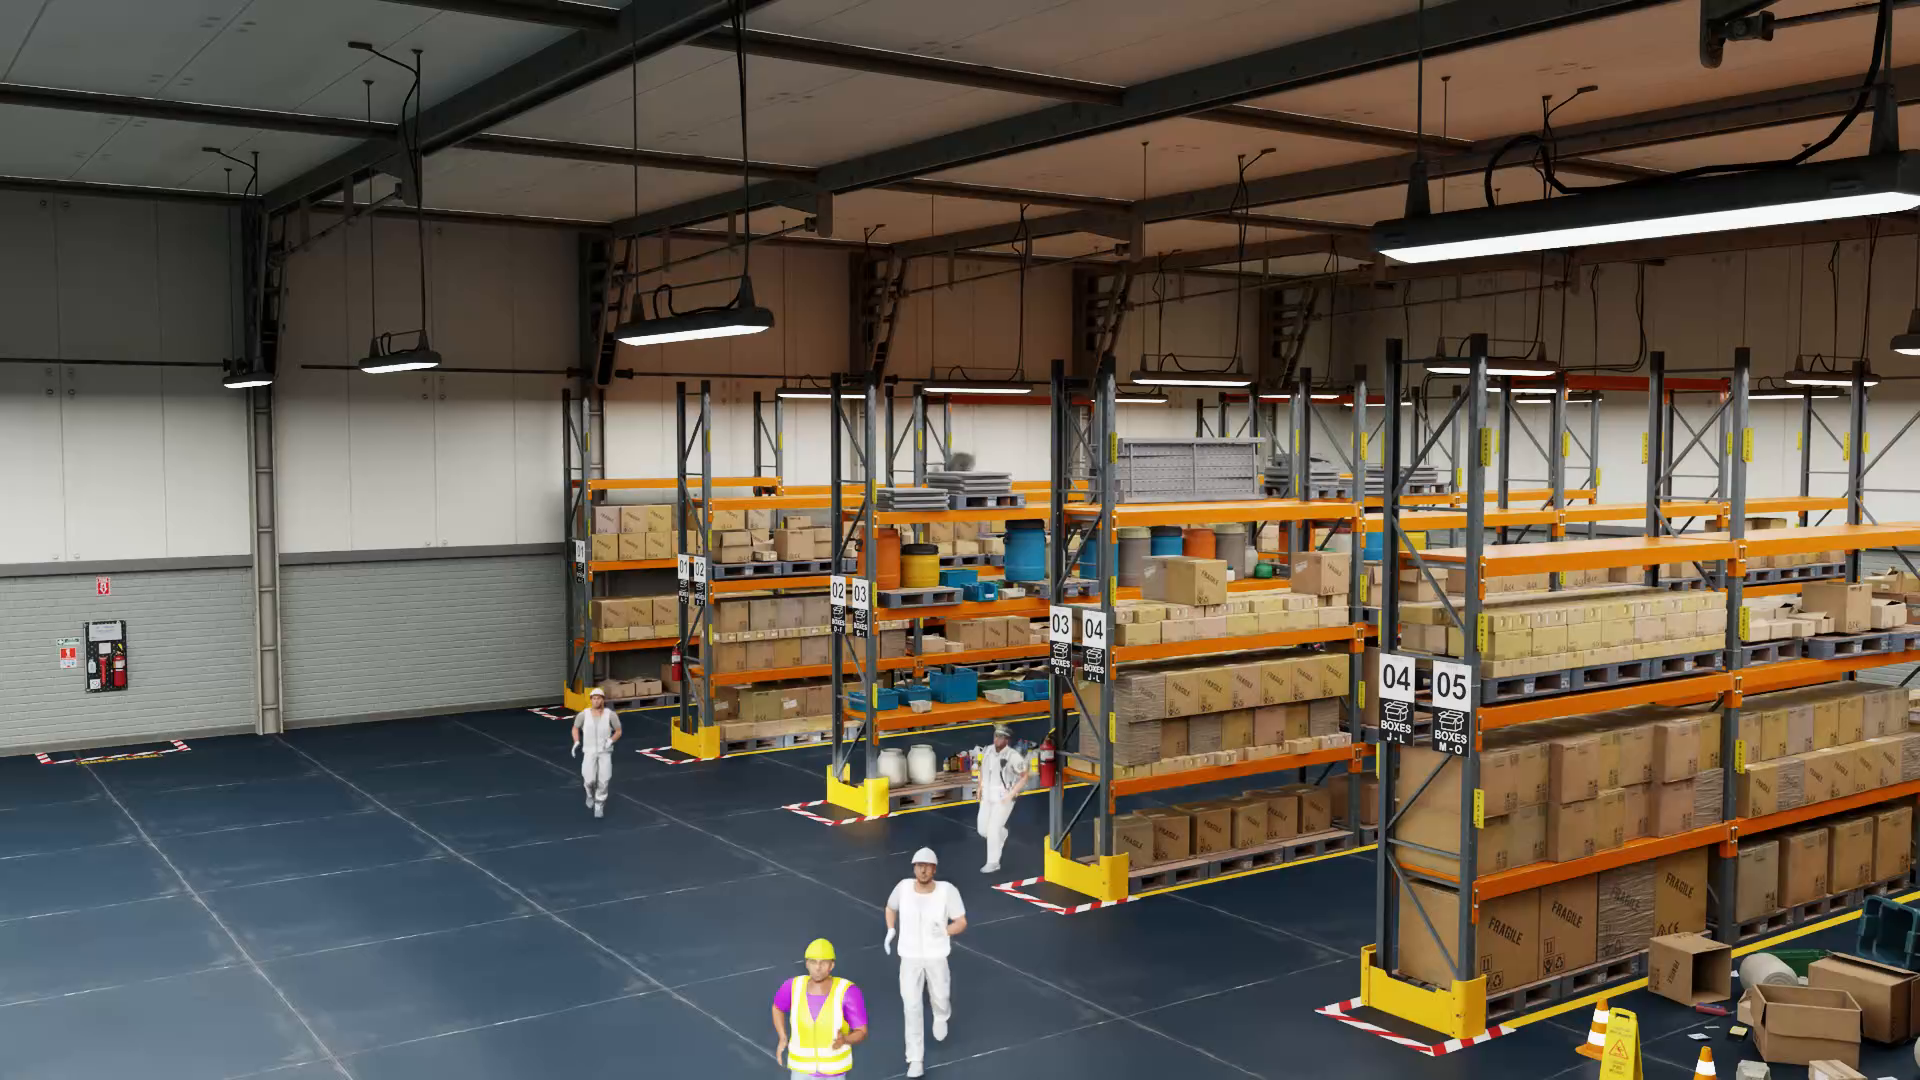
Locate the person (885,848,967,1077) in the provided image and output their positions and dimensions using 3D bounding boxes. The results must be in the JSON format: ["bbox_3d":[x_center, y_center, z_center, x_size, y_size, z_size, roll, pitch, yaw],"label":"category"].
[{"bbox_3d":[-0.289,3.398,13.609,0.696,1.763,0.955,0,4,5],"label":"person"}]

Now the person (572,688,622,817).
[{"bbox_3d":[-4.871,2.862,22.329,0.666,1.737,0.580,-1,4,-10],"label":"person"}]

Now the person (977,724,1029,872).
[{"bbox_3d":[0.514,3.057,19.754,0.700,1.791,0.677,3,5,36],"label":"person"}]

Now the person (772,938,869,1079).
[{"bbox_3d":[-0.949,3.575,11.121,0.674,1.809,0.689,0,4,0],"label":"person"}]
